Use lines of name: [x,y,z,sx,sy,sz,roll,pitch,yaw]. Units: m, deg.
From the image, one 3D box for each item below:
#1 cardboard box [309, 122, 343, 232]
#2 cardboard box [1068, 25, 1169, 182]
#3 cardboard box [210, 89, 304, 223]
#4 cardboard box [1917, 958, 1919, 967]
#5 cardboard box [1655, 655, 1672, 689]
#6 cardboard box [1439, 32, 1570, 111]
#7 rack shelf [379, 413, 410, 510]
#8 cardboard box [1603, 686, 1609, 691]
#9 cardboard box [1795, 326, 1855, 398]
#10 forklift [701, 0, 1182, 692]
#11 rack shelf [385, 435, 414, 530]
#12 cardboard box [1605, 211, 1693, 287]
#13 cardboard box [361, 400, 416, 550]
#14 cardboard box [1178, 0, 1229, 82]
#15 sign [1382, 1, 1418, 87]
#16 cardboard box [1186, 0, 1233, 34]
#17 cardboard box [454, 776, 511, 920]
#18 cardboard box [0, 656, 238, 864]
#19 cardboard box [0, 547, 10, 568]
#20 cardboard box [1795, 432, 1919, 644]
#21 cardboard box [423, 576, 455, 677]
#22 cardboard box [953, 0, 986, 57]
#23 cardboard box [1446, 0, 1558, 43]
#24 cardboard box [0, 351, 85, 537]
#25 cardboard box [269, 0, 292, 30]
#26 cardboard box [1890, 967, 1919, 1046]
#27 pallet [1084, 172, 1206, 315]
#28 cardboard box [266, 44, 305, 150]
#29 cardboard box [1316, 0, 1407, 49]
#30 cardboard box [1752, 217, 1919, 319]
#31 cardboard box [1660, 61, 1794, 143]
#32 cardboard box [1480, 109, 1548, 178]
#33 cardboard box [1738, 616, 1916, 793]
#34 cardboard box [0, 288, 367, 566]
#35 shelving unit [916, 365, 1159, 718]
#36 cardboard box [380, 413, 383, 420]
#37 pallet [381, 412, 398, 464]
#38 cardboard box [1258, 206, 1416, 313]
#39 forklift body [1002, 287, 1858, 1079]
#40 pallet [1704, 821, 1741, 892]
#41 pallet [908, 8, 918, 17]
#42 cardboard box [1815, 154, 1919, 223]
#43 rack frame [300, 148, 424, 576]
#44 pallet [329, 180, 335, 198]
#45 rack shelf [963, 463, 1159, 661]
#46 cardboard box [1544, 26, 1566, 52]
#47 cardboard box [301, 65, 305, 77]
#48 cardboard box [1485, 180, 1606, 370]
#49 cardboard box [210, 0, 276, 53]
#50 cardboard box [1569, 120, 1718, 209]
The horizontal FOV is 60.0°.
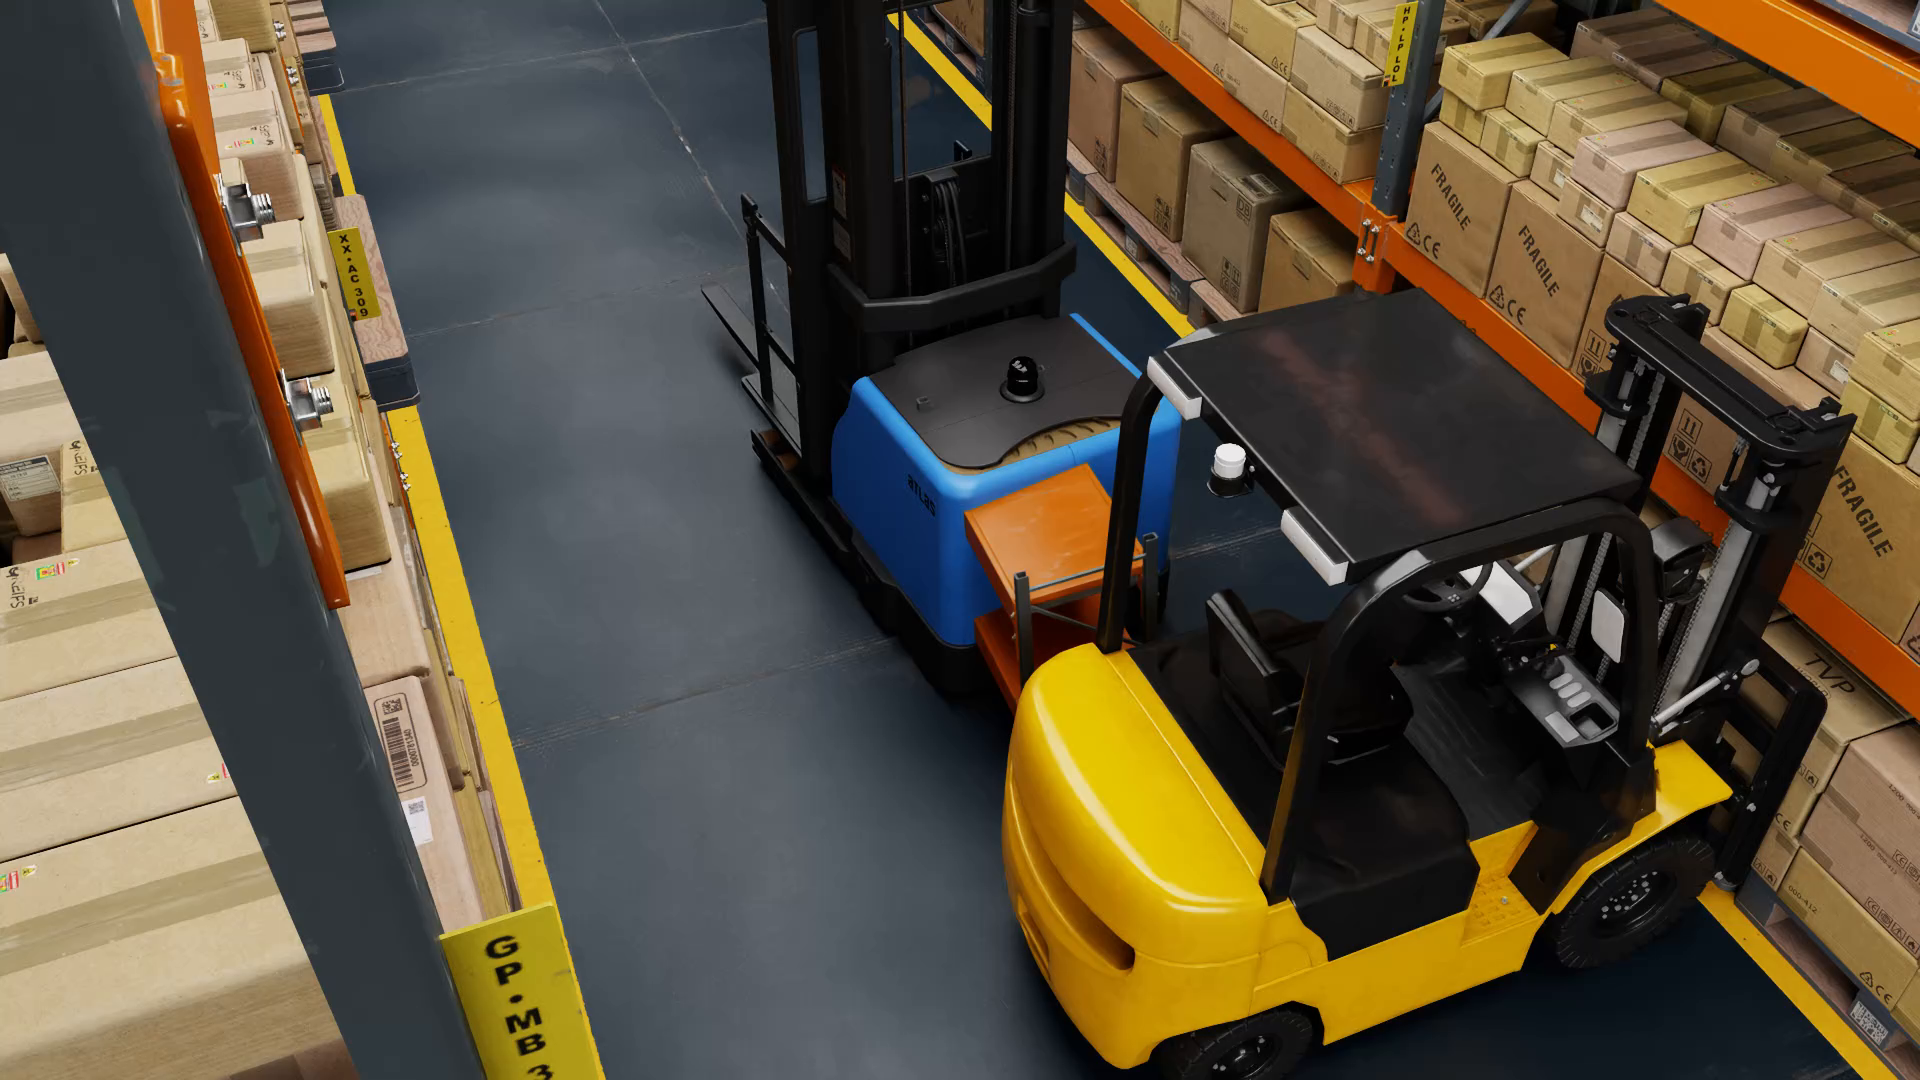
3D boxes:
cardboard box: [-2.330,-1.033,5.524,0.500,0.500,0.500,-14,43,-16]
cardboard box: [1.122,-2.507,9.364,0.875,0.625,0.625,-14,43,-15]
cardboard box: [-1.411,-0.667,3.006,0.380,0.149,0.250,-15,43,-16]
cardboard box: [3.224,1.278,4.866,0.500,0.250,0.500,-16,43,-17]
cardboard box: [2.638,0.366,5.928,0.500,0.250,0.500,-15,43,-17]
cardboard box: [2.017,-1.740,6.171,0.380,0.149,0.250,-14,43,-16]
rack shelf: [-3.181,-1.301,7.014,1.077,0.370,4.000,-15,43,-17]
cardboard box: [2.644,0.566,6.078,0.500,0.250,0.500,-14,43,-16]
cardboard box: [2.782,-0.563,5.029,0.380,0.149,0.250,-15,43,-17]
forklift: [-0.298,-1.472,6.714,1.130,2.935,3.031,-19,44,-21]
rack shelf: [-1.650,1.108,4.212,1.077,0.370,4.000,-15,43,-17]
cardboard box: [2.399,-1.005,5.544,0.380,0.149,0.250,-16,43,-17]
cardboard box: [-1.812,-0.006,4.651,0.500,0.500,0.500,-14,43,-15]
cardboard box: [1.375,-2.399,7.855,0.500,0.250,0.500,-15,43,-17]
sign: [1.671,-1.878,6.305,0.100,0.325,0.005,-15,43,-17]
cardboard box: [1.351,-2.592,7.695,0.500,0.250,0.500,-14,43,-16]
cardboard box: [-1.207,0.917,3.578,0.500,0.500,0.500,-16,43,-18]
cardboard box: [-0.944,0.283,1.901,0.380,0.149,0.250,-15,43,-17]
cardboard box: [-1.724,-0.009,2.546,0.500,0.250,0.500,-14,43,-16]
cardboard box: [2.882,-0.092,4.980,0.500,0.500,0.500,-16,43,-18]
cardboard box: [-1.941,0.519,5.557,0.500,0.500,0.500,-16,43,-17]
cardboard box: [0.278,-3.432,10.535,0.500,0.500,0.500,-14,43,-16]
cardboard box: [2.233,-2.159,6.886,0.380,0.149,0.250,-16,43,-18]
cardboard box: [-1.193,-0.178,2.437,0.380,0.149,0.250,-15,43,-17]
cardboard box: [-2.905,-1.943,6.582,0.500,0.500,0.500,-17,43,-19]
cardboard box: [3.228,1.479,5.016,0.500,0.250,0.500,-15,43,-17]
pallet: [1.380,-1.723,9.091,1.003,0.211,1.213,-15,43,-17]
cardboard box: [-1.804,-1.060,3.768,0.500,0.250,0.500,-16,43,-18]
cardboard box: [1.718,-2.195,6.928,0.380,0.149,0.250,-16,43,-17]
cardboard box: [2.695,-0.838,5.122,0.380,0.149,0.250,-15,43,-17]
cardboard box: [2.742,-1.572,5.975,0.380,0.149,0.250,-15,43,-17]
cardboard box: [2.149,-1.480,6.097,0.380,0.149,0.250,-14,43,-16]
cardboard box: [2.832,0.497,5.392,0.500,0.250,0.500,-15,43,-16]
cardboard box: [-1.236,-0.133,2.691,0.500,0.250,0.500,-14,43,-16]
shelving unit: [0.285,0.152,6.181,0.538,1.125,1.048,-16,43,-12]
cardboard box: [-2.897,-0.280,6.968,0.950,0.372,0.625,-13,42,-14]
pallet: [-3.185,-0.517,7.689,1.003,0.211,1.213,-15,43,-17]
cardboard box: [1.959,-1.180,7.821,0.875,0.625,0.625,-13,42,-15]
forklift body: [1.288,0.434,5.095,2.313,2.155,1.214,-15,43,-17]
pallet: [2.905,0.673,6.305,1.003,0.211,1.213,-15,43,-17]
pallet: [-0.075,-4.155,11.920,1.003,0.211,1.213,-15,43,-17]
cardboard box: [3.031,-1.110,5.438,0.380,0.149,0.250,-16,43,-17]
rack frame: [-2.415,-0.369,5.379,1.000,3.000,0.127,-15,43,-17]
pallet: [-3.151,-1.524,6.869,1.003,0.211,1.213,-15,43,-17]
rack shelf: [0.265,-0.064,5.984,0.538,0.278,1.000,-16,43,-12]
cardboard box: [2.212,-2.112,7.137,0.500,0.250,0.500,-16,43,-18]
cardboard box: [-3.089,-2.104,7.267,0.380,0.149,0.250,-14,43,-16]
cardboard box: [2.312,-1.006,6.042,0.500,0.500,0.500,-14,43,-16]
cardboard box: [-1.685,-1.137,3.552,0.380,0.149,0.250,-14,43,-16]
cardboard box: [2.310,-1.273,5.628,0.380,0.149,0.250,-14,43,-16]
